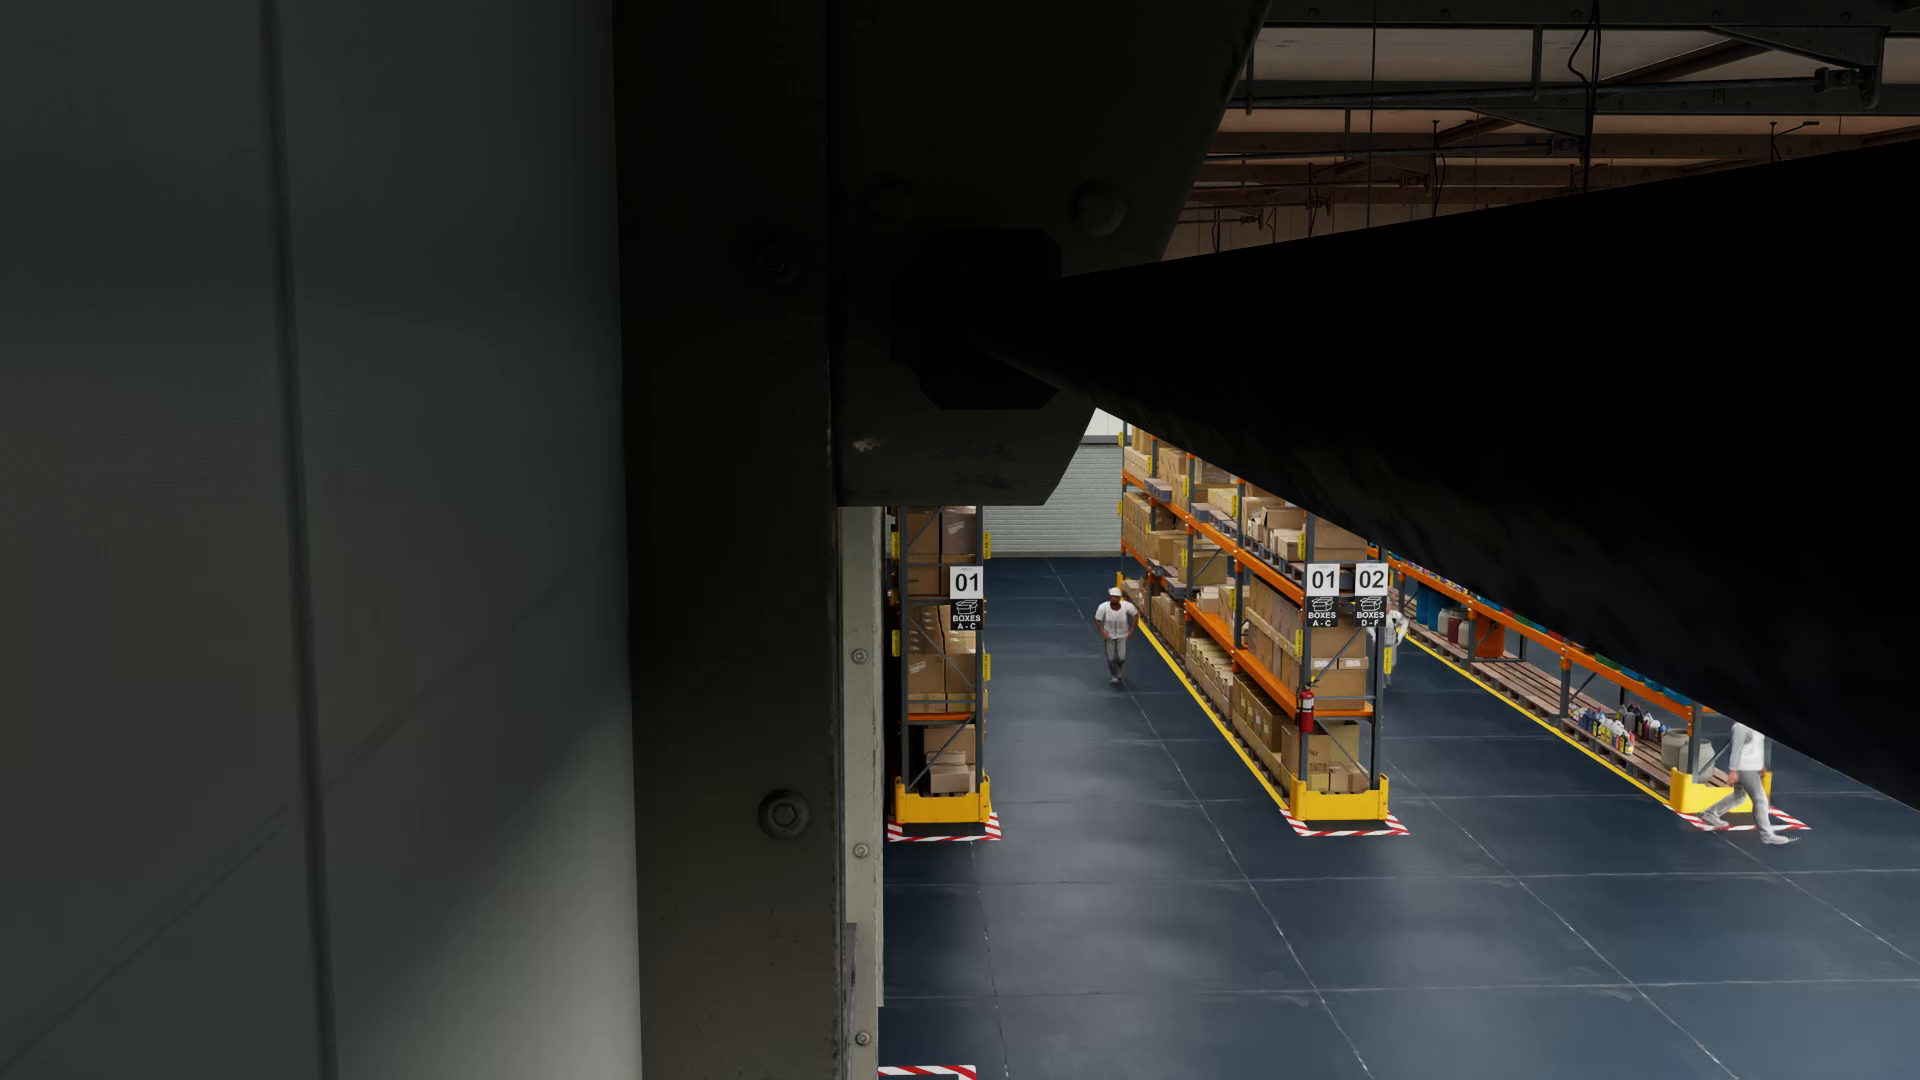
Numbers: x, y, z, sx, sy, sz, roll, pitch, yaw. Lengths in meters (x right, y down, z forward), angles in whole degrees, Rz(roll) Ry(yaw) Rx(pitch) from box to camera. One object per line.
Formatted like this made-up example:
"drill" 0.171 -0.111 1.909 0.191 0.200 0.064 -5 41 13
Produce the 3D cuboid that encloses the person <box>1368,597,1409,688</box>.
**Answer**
"person" 7.070 1.686 27.506 0.667 1.604 0.688 1 8 7

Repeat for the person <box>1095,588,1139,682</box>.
"person" 2.626 1.599 27.877 0.741 1.667 0.681 1 8 6

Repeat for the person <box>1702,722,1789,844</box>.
"person" 9.393 2.702 19.794 0.984 1.742 0.572 5 10 33
